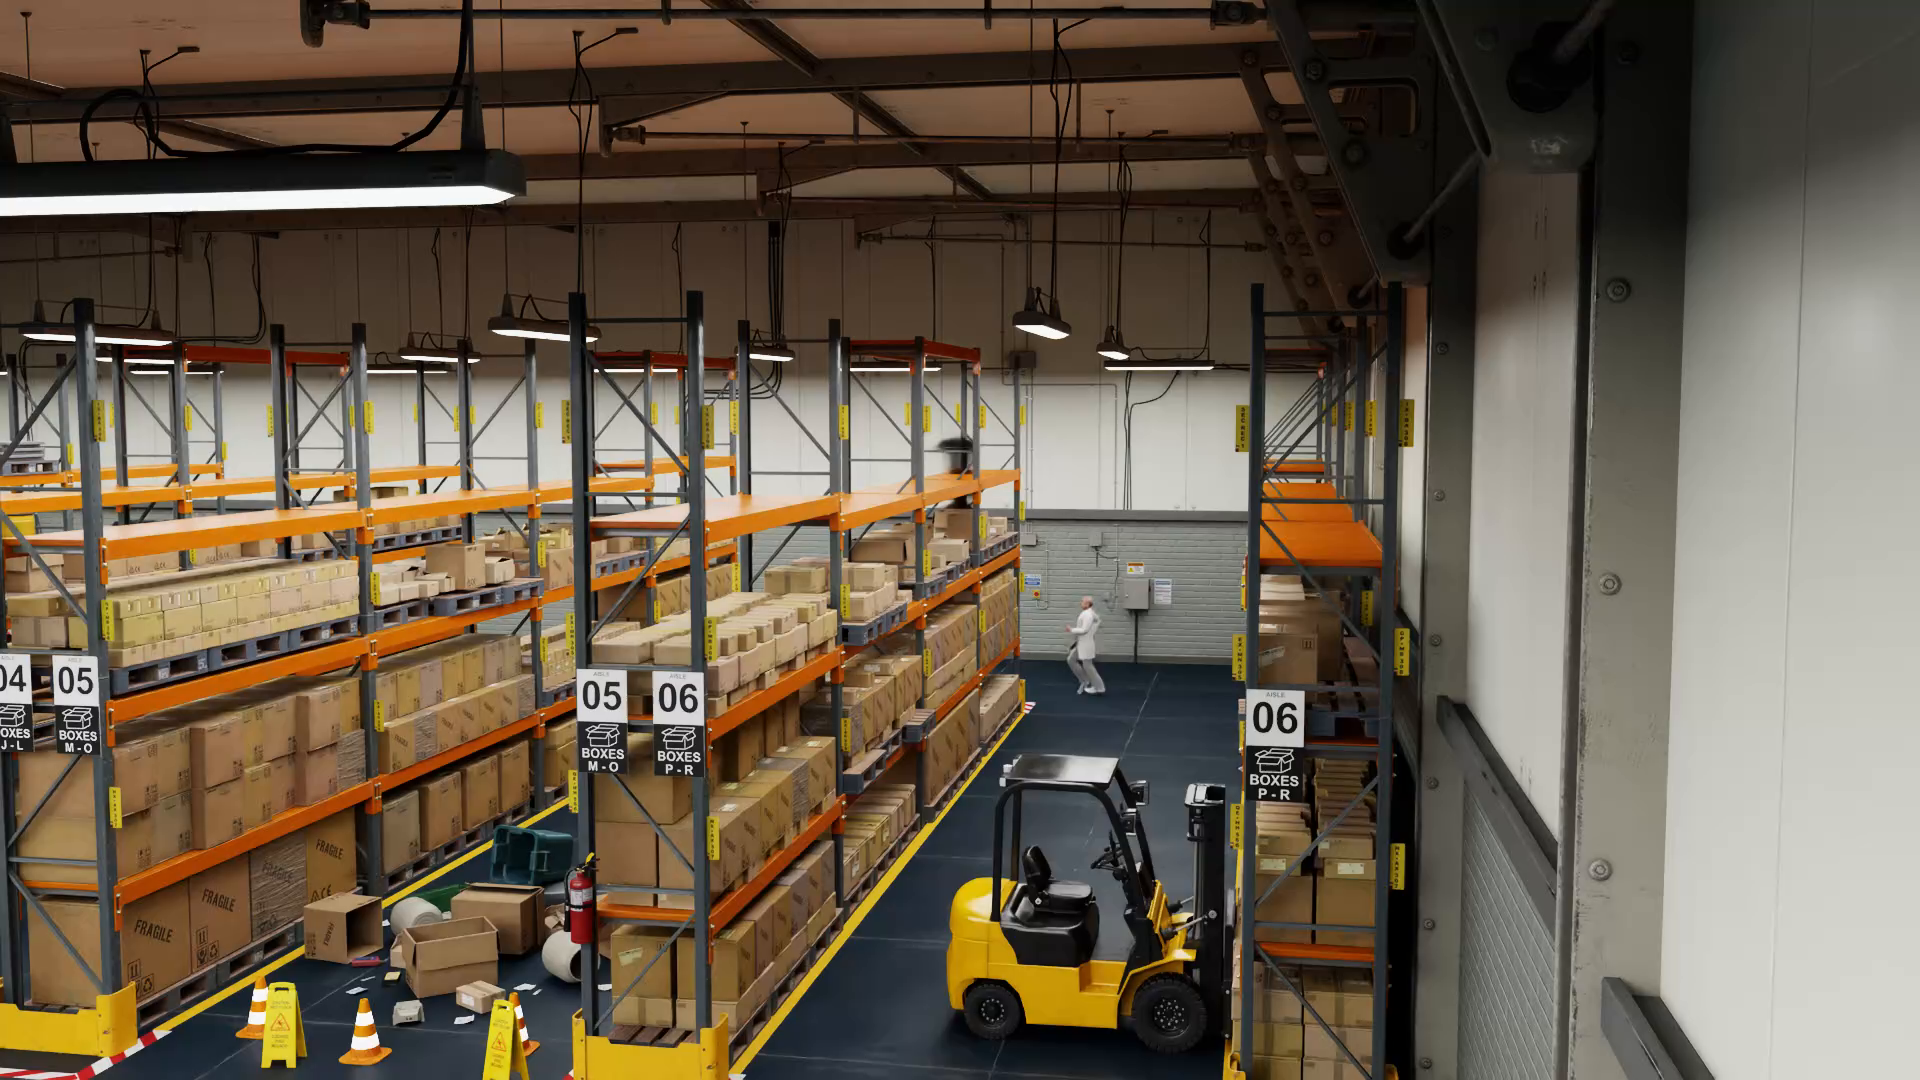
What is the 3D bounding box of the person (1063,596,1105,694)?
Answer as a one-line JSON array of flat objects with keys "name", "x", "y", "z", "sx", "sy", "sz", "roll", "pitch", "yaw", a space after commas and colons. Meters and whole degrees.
[{"name": "person", "x": 2.224, "y": 1.890, "z": 29.771, "sx": 0.760, "sy": 1.791, "sz": 0.688, "roll": 0, "pitch": 5, "yaw": 0}]
